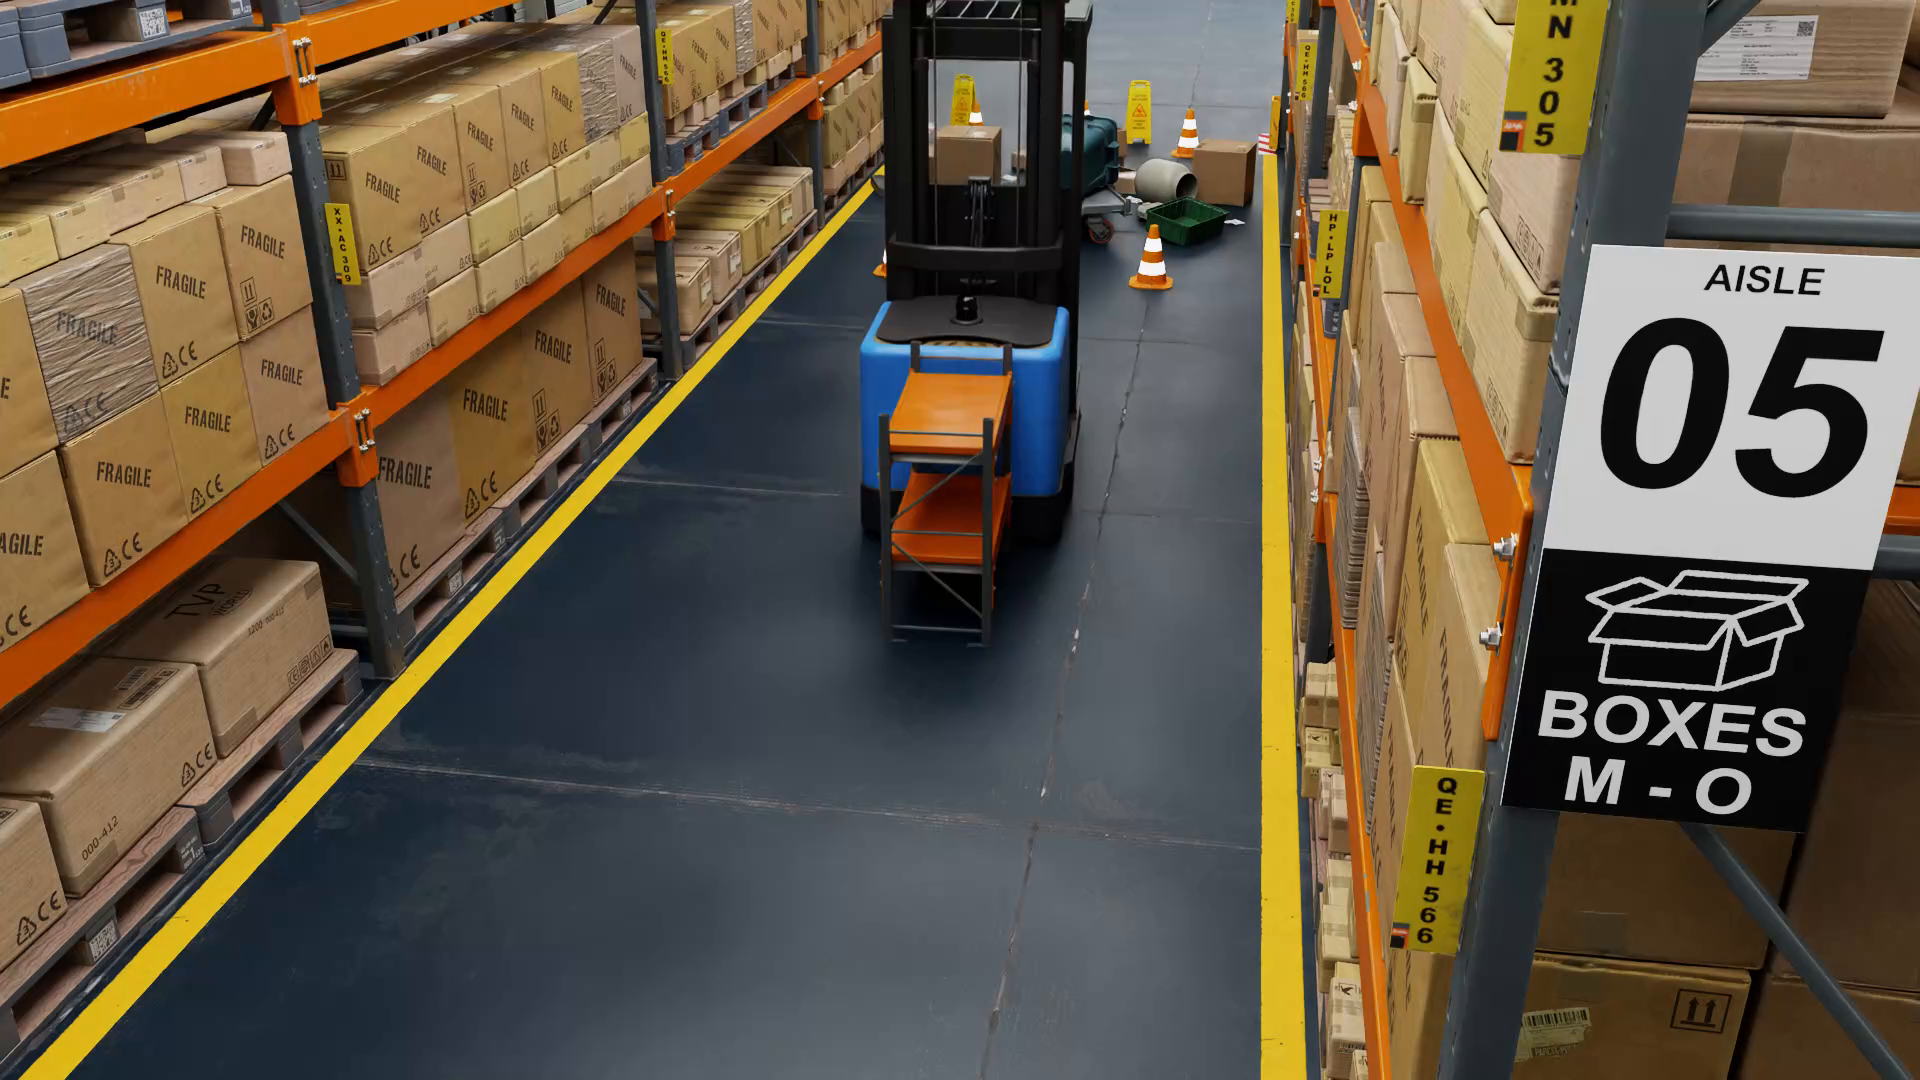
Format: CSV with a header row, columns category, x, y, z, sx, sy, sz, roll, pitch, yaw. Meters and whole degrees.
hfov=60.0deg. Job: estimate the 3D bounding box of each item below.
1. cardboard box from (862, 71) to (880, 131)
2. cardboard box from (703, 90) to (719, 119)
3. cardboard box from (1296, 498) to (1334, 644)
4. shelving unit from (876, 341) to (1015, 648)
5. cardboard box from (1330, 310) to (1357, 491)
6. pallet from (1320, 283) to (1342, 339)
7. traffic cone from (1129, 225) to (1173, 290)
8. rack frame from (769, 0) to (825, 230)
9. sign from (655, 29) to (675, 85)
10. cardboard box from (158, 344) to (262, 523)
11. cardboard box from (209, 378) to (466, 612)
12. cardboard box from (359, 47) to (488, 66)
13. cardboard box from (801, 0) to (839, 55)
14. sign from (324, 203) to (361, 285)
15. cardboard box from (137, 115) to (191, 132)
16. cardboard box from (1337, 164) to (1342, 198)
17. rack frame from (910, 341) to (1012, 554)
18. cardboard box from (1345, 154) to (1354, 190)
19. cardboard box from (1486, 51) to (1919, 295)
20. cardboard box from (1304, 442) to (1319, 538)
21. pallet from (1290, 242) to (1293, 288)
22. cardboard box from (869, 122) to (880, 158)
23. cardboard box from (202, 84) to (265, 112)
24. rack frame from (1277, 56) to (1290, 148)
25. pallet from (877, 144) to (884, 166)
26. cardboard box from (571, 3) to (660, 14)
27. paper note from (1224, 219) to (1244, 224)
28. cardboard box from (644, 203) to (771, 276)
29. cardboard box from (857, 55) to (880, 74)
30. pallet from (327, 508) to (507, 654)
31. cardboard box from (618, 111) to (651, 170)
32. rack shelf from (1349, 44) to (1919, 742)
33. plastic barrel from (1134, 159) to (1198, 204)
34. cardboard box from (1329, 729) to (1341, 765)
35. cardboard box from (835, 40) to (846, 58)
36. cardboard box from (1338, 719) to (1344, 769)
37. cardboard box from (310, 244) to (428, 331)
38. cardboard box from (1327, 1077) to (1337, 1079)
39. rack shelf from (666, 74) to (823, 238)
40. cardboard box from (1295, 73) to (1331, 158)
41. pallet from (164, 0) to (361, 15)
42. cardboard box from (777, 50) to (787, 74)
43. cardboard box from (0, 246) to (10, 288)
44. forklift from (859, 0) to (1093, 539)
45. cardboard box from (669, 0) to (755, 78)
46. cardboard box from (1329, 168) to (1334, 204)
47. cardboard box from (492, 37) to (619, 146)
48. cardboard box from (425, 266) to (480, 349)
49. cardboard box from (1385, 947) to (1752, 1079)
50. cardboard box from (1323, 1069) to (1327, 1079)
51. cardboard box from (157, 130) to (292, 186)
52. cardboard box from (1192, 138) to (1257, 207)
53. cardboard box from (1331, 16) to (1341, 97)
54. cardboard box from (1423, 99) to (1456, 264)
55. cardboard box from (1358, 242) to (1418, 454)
category,x,y,z,sx,sy,sz,roll,pitch,yaw
cardboard box,-1.083,-4.304,16.271,0.500,0.500,0.500,3,25,7
cardboard box,-1.874,-2.996,11.414,0.380,0.149,0.250,4,25,9
cardboard box,1.774,0.132,7.382,0.500,0.500,0.500,4,25,8
shelving unit,-0.050,-0.242,7.940,0.538,1.125,1.048,3,25,6
cardboard box,1.572,-0.473,5.753,0.500,0.500,0.500,4,25,8
pallet,2.272,-1.238,8.083,1.003,0.211,1.213,4,25,9
traffic cone,1.500,-2.223,12.954,0.336,0.463,0.334,4,25,9
rack frame,-1.691,-4.129,14.033,1.000,3.000,0.127,4,25,9
sign,-1.797,-2.944,10.135,0.100,0.325,0.005,4,25,9
cardboard box,-2.901,-0.401,5.951,0.500,0.500,0.500,3,25,7
cardboard box,-2.976,-0.276,7.812,0.875,0.875,0.875,5,26,10
cardboard box,-2.838,-2.342,8.917,0.500,0.500,0.500,5,25,10
cardboard box,-1.344,-4.474,14.301,0.500,0.500,0.500,4,25,8
sign,-2.451,-1.173,6.604,0.100,0.325,0.005,4,25,9
cardboard box,-6.663,-3.367,14.711,0.875,0.625,0.625,5,26,11
cardboard box,2.154,-1.847,8.609,0.380,0.149,0.250,4,25,9
rack frame,0.006,-0.456,8.397,0.500,1.125,0.032,3,25,6
cardboard box,2.075,-1.772,8.096,0.380,0.149,0.250,5,26,10
cardboard box,1.072,-0.537,2.408,0.500,0.250,0.500,3,25,7
cardboard box,1.773,-0.209,7.228,0.500,0.250,0.500,3,25,7
pallet,3.157,-2.238,13.281,1.003,0.211,1.213,4,25,9
cardboard box,-1.077,-3.955,16.409,0.500,0.250,0.500,3,25,7
cardboard box,-6.699,-4.088,15.515,0.500,0.250,0.500,5,25,10
rack frame,3.862,-5.501,16.965,1.000,3.000,0.127,4,25,9
pallet,-1.218,-4.170,17.410,1.003,0.211,1.213,4,25,9
cardboard box,-2.390,-3.464,11.648,0.500,0.500,0.500,2,25,5
paper note,2.425,-2.828,14.755,0.147,0.020,0.142,-14,29,-27
cardboard box,-2.001,-2.318,12.768,0.950,0.372,0.625,5,26,10
cardboard box,-0.994,-4.654,16.253,0.380,0.149,0.250,5,26,11
pallet,-2.947,0.152,8.177,1.003,0.211,1.213,4,25,9
cardboard box,-2.174,-2.395,9.915,0.500,0.250,0.500,4,25,8
rack shelf,1.574,-0.679,3.972,1.077,0.370,4.000,4,25,9
plastic barrel,1.881,-3.242,15.178,0.421,0.421,0.512,-20,32,-36
cardboard box,1.573,0.725,6.179,0.380,0.149,0.250,4,25,9
cardboard box,-1.245,-4.448,15.012,0.380,0.149,0.250,5,26,10
cardboard box,1.544,0.699,5.884,0.380,0.149,0.250,4,25,8
cardboard box,-2.649,-1.106,7.162,0.500,0.250,0.500,3,25,7
cardboard box,1.207,1.481,4.564,0.380,0.149,0.250,4,25,9
rack shelf,-2.018,-2.967,12.399,1.077,0.370,4.000,4,25,9
cardboard box,2.528,-2.825,11.130,0.500,0.500,0.500,4,25,8
pallet,-2.898,-2.442,7.116,0.805,0.209,1.217,3,25,6
cardboard box,-1.570,-3.752,13.028,0.380,0.149,0.250,4,25,8
cardboard box,-3.032,-0.790,4.837,0.380,0.149,0.250,4,25,9
forklift,0.156,-1.926,9.408,1.130,2.935,3.031,3,25,6
cardboard box,-1.795,-3.648,12.042,0.500,0.500,0.500,3,25,7
cardboard box,2.239,-1.947,9.171,0.380,0.149,0.250,5,26,11
cardboard box,-2.247,-2.505,9.266,0.500,0.500,0.500,4,25,9
cardboard box,-2.583,-1.098,7.734,0.500,0.250,0.500,3,25,7
cardboard box,1.067,0.805,3.024,0.500,0.500,0.500,5,25,10
cardboard box,1.205,1.622,4.613,0.380,0.149,0.250,3,25,6
cardboard box,-2.735,-1.424,6.192,0.380,0.149,0.250,4,25,7
cardboard box,2.450,-3.418,15.459,0.500,0.500,0.500,8,26,18
cardboard box,2.719,-3.052,10.435,0.700,0.500,0.500,4,25,8
cardboard box,1.231,-0.729,3.408,0.500,0.250,0.500,5,26,11
cardboard box,1.404,-0.517,4.668,0.500,0.500,0.500,4,25,9
